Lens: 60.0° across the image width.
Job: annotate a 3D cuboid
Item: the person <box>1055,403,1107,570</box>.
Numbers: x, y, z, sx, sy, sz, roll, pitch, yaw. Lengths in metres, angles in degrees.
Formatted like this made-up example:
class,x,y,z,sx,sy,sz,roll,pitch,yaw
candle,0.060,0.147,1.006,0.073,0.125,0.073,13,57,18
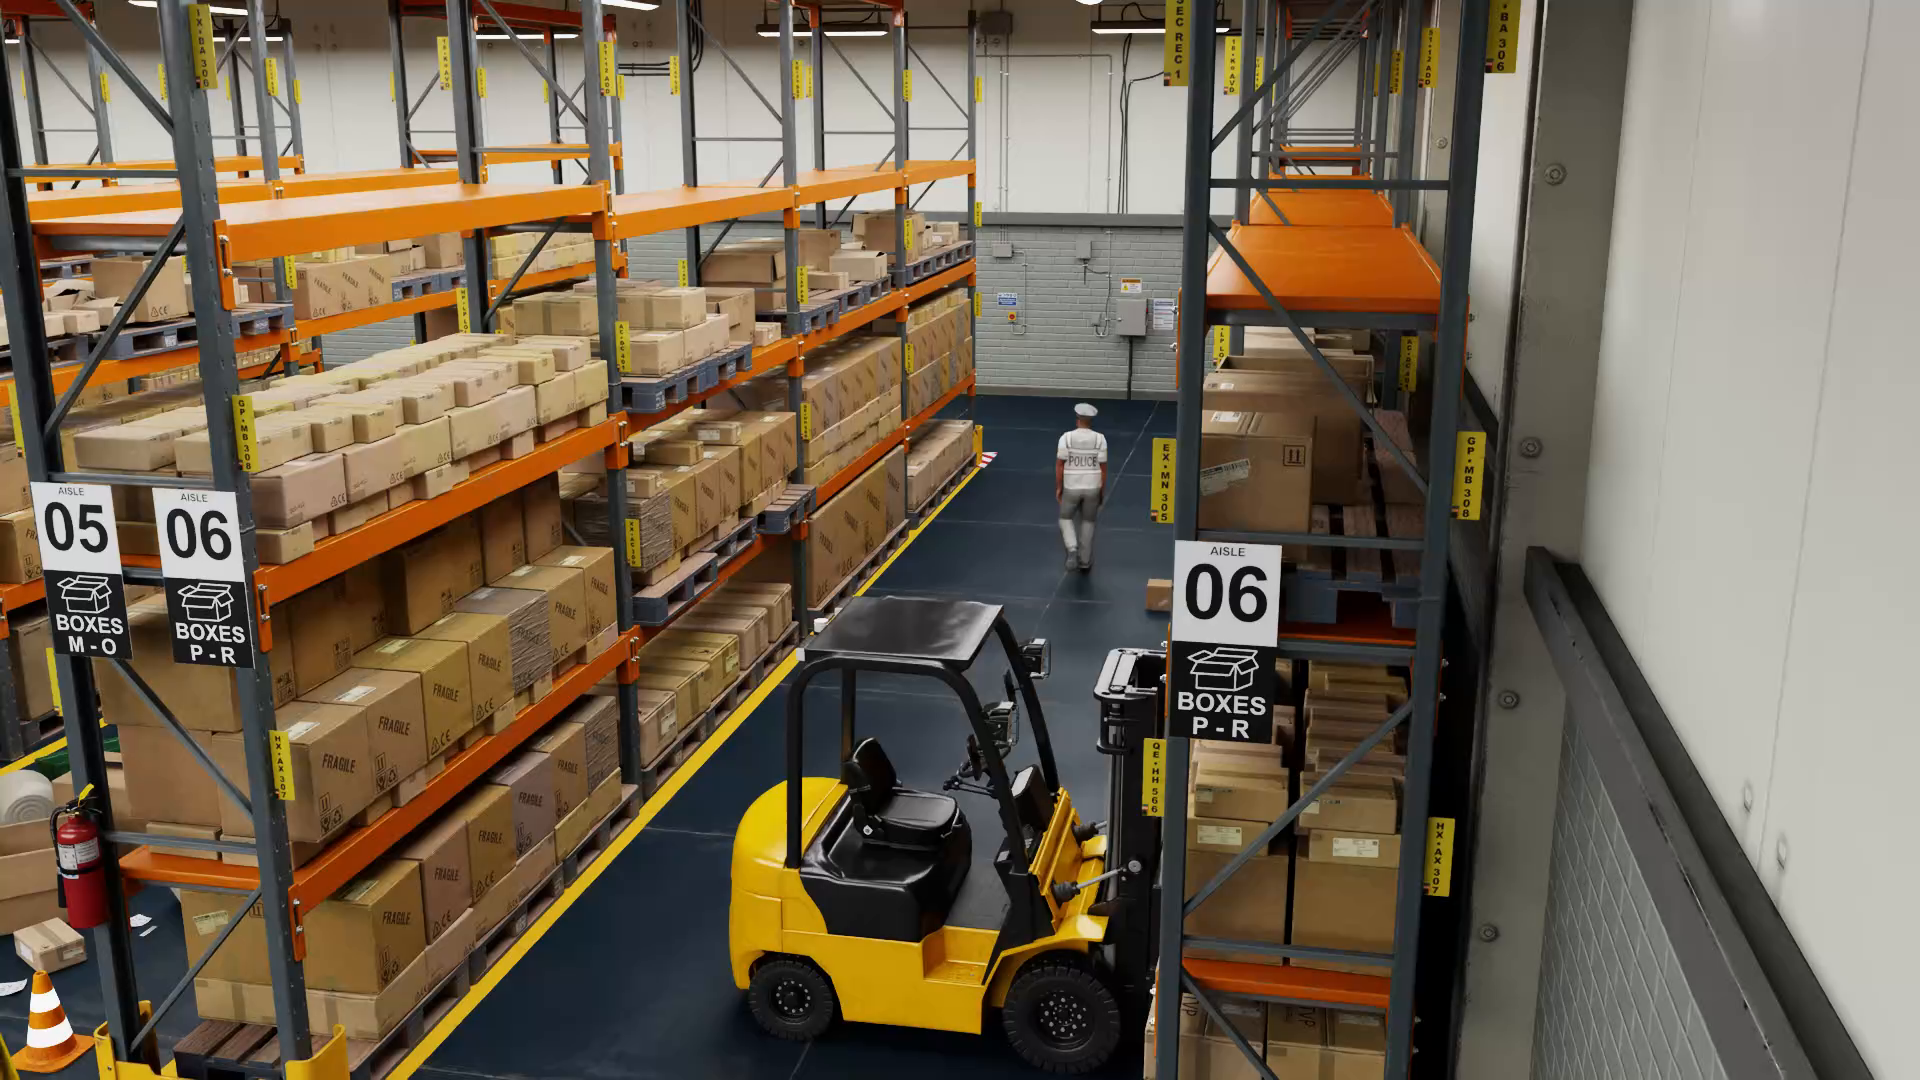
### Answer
class,x,y,z,sx,sy,sz,roll,pitch,yaw
person,1.271,-0.548,17.472,0.545,1.757,0.548,0,15,-1
